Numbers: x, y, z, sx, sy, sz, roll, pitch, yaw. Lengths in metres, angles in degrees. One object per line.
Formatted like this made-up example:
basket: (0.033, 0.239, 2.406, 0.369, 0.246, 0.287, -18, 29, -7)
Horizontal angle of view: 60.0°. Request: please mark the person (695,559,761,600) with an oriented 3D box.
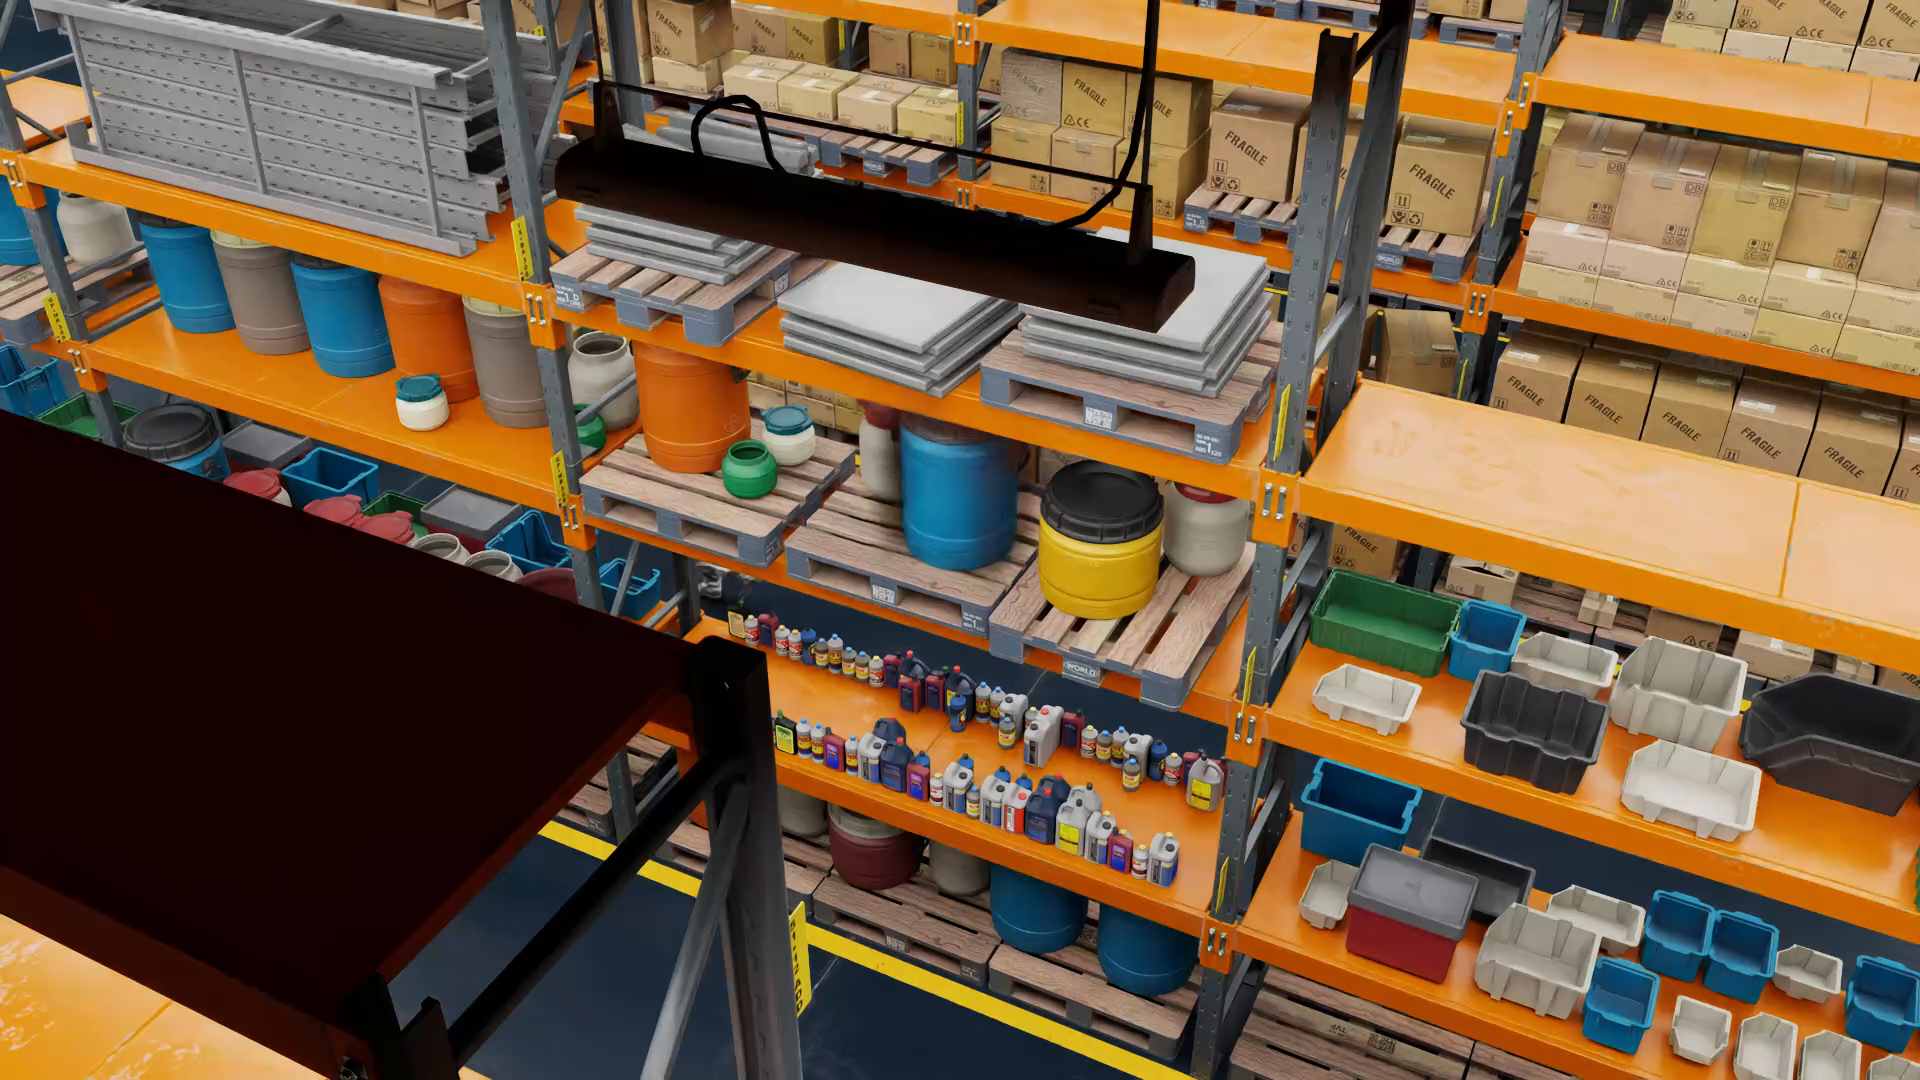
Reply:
person: (-1.849, -0.223, 12.669, 0.703, 1.765, 0.622, 7, 36, 10)
